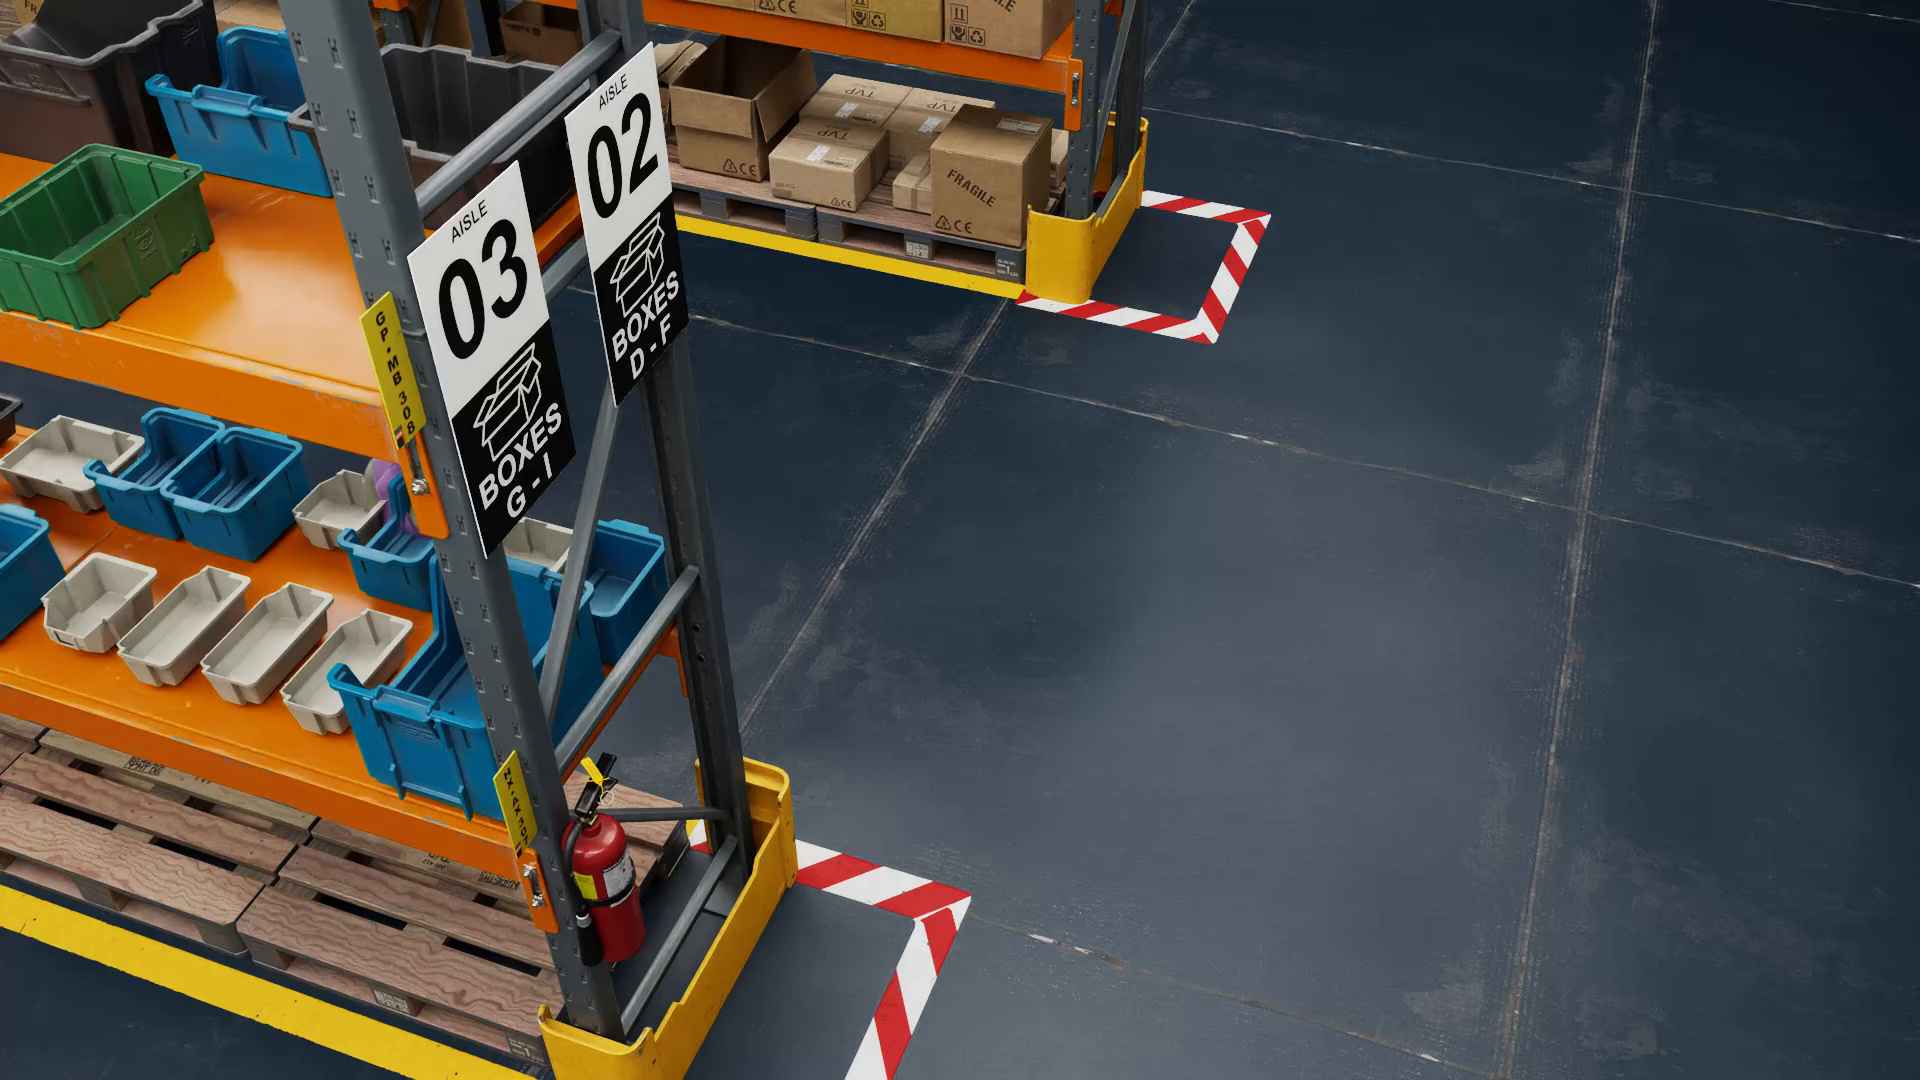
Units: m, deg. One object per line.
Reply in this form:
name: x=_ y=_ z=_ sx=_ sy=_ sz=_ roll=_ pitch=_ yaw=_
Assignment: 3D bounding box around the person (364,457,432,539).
person: x=-1.731 y=0.224 z=5.606 sx=0.425 sy=1.596 sz=0.490 roll=-5 pitch=42 yaw=-5
